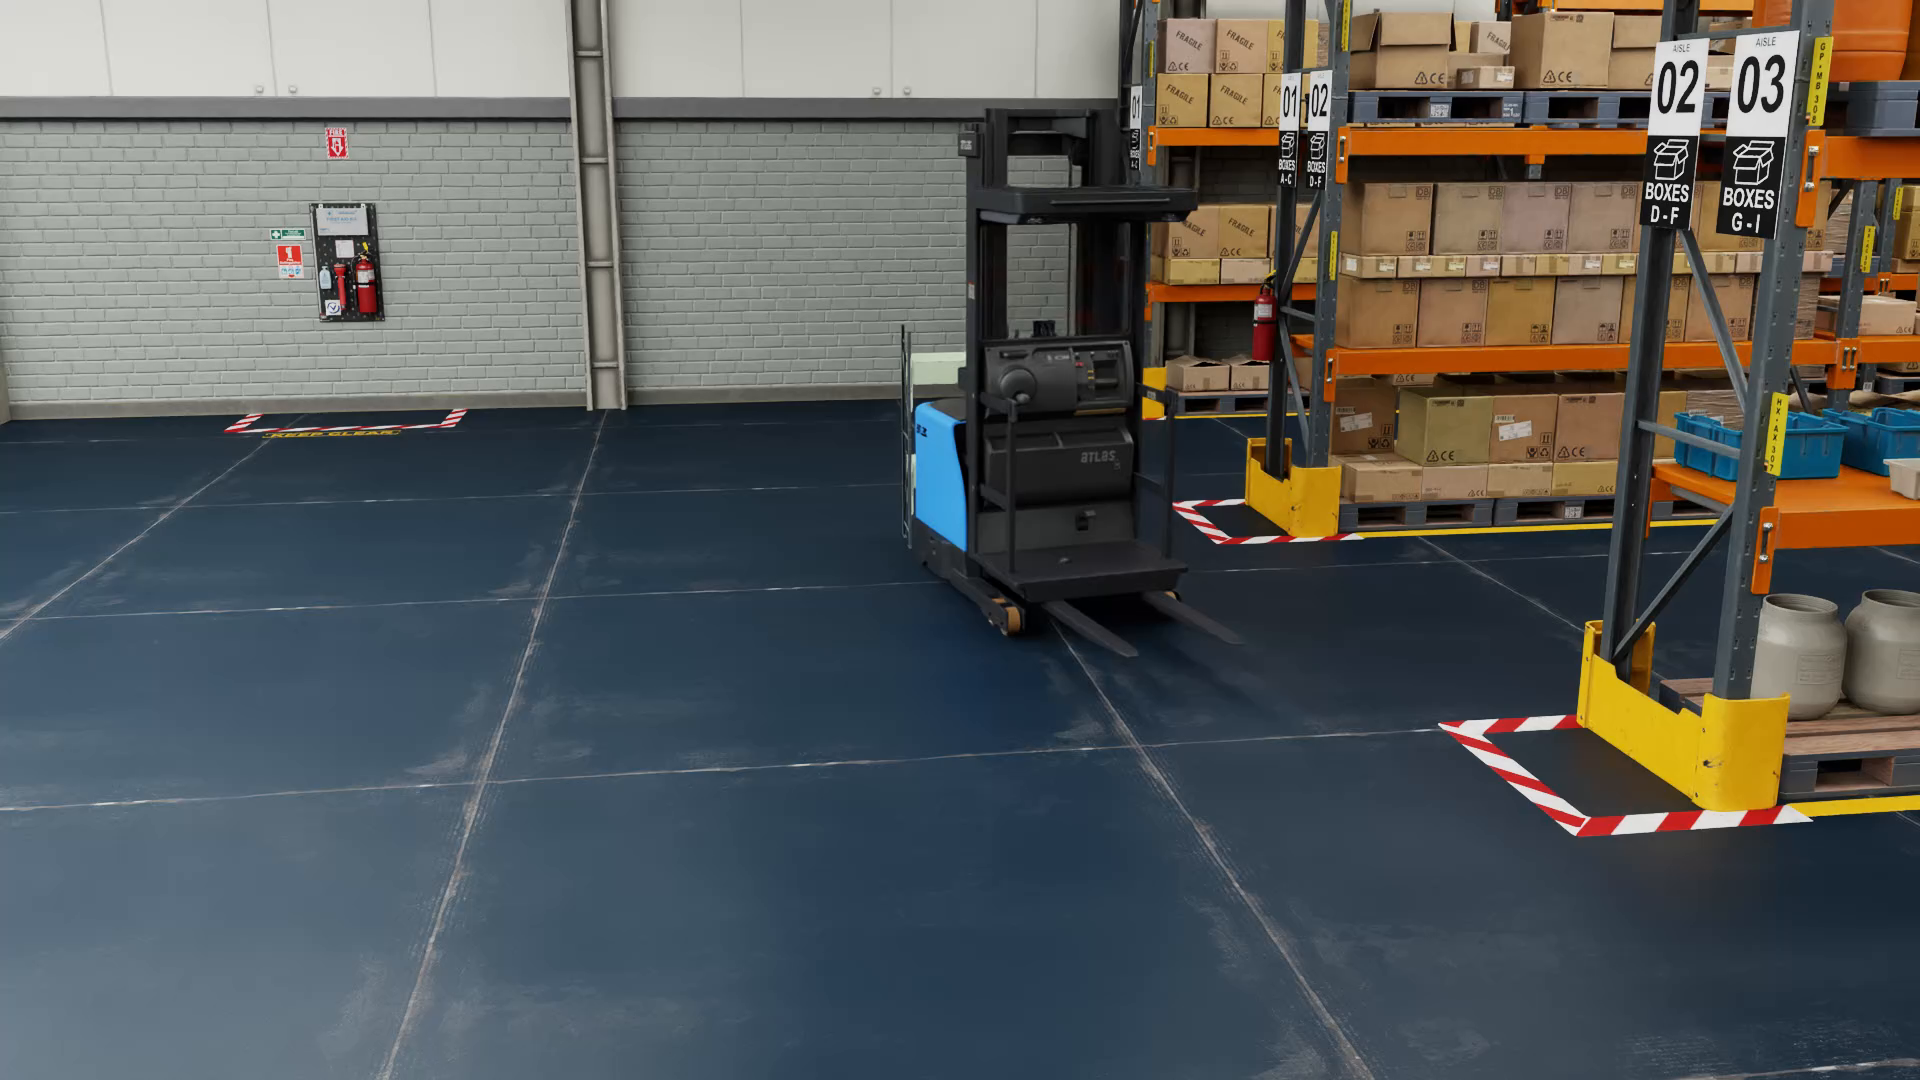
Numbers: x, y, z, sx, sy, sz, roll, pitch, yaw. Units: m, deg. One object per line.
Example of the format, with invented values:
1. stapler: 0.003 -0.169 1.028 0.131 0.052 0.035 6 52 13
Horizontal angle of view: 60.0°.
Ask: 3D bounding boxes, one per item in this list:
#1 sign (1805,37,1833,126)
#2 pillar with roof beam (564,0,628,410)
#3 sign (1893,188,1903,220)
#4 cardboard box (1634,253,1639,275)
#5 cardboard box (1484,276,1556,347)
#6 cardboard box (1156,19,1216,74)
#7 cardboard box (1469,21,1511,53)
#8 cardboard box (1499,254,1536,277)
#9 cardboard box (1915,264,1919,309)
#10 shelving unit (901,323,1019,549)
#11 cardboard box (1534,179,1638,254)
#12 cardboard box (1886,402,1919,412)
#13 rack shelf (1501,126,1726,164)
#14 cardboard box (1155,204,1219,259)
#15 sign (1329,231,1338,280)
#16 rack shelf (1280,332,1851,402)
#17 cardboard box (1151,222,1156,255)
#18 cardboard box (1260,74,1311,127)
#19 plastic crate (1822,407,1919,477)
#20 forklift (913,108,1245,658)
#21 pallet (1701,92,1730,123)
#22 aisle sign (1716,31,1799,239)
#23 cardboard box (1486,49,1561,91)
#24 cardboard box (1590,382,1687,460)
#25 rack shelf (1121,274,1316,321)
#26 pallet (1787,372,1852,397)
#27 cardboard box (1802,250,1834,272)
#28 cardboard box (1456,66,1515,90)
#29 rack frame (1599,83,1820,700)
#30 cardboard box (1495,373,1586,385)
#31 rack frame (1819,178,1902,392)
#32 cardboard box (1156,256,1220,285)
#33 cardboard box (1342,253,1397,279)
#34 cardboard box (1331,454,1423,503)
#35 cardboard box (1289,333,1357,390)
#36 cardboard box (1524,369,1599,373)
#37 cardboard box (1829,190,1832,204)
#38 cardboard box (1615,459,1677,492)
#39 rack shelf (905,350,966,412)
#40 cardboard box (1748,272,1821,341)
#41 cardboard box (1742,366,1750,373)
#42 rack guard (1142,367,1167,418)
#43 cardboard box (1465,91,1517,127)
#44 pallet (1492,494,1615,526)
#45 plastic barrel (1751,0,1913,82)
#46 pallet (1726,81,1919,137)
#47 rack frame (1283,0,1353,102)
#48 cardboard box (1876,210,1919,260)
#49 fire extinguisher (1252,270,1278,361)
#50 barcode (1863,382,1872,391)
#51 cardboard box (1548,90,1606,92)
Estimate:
1. sign: 3.284 -1.752 6.356 0.005 0.325 0.100 -2 14 -8
2. pillar with roof beam: -2.998 -4.698 11.957 0.400 9.000 9.100 -2 14 -8
3. sign: 9.731 -3.491 17.258 0.005 0.325 0.100 -2 14 -8
4. cardboard box: 4.934 -2.018 12.062 0.250 0.149 0.380 -2 14 -7
5. cardboard box: 3.946 -1.716 12.191 0.500 0.500 0.700 -2 14 -8
6. cardboard box: 2.147 -4.762 16.074 0.500 0.500 0.500 -3 14 -12
7. cardboard box: 5.231 -4.868 16.497 0.500 0.500 0.500 -3 14 -13
8. cardboard box: 3.913 -1.980 11.911 0.250 0.149 0.380 -3 14 -10
9. cardboard box: 7.710 -1.853 12.739 0.500 0.500 0.500 -1 14 -4
10. shelving unit: -0.007 -0.727 11.538 0.755 1.500 0.431 -2 14 -8
11. cardboard box: 4.501 -2.367 12.122 0.500 0.500 0.700 -2 14 -8
12. cardboard box: 7.369 -0.875 12.683 0.500 0.311 0.500 -2 14 -9
13. rack shelf: 7.663 -4.131 17.342 4.000 0.370 1.077 -2 14 -8
14. cardboard box: 2.247 -3.054 16.457 0.500 0.500 0.500 -2 14 -8
15. sign: 2.549 -1.941 11.353 0.005 0.325 0.100 -2 14 -8
16. rack shelf: 4.450 -1.340 12.378 4.000 0.370 1.077 -2 14 -8
17. cardboard box: 2.165 -3.177 16.949 0.500 0.500 0.500 -2 14 -9
18. cardboard box: 3.147 -4.304 16.303 0.500 0.500 0.500 -1 14 -6
19. plastic crate: 4.299 -0.465 7.716 0.408 0.251 0.499 -2 14 -8
20. forklift: 0.663 -0.987 9.632 1.130 2.935 3.031 -5 15 -19
21. pallet: 5.588 -3.136 12.077 1.213 0.211 1.003 -2 14 -8
22. aisle sign: 3.179 -1.613 6.642 0.004 0.787 0.394 -2 14 -8
23. cardboard box: 4.121 -3.425 12.079 0.500 0.311 0.500 0 14 -2
24. cardboard box: 5.011 -0.892 12.358 0.500 0.500 0.500 -2 14 -8
25. rack shelf: 3.708 -2.532 17.129 4.000 0.370 1.077 -2 14 -8
26. pallet: 8.868 -1.717 18.136 1.213 0.211 1.003 -2 14 -8
27. cardboard box: 6.190 -2.063 12.244 0.250 0.149 0.380 -2 14 -8
28. cardboard box: 3.661 -3.221 11.600 0.250 0.149 0.380 -2 14 -8
29. rack frame: 3.206 -0.425 7.250 0.127 3.000 1.000 -2 14 -8
30. cardboard box: 4.439 -0.999 12.786 0.500 0.500 0.500 -2 14 -8
31. rack frame: 9.641 -3.098 17.908 0.127 3.000 1.000 -2 14 -8
32. cardboard box: 2.260 -2.686 16.534 0.500 0.250 0.500 -3 14 -10
33. cardboard box: 2.892 -1.942 11.761 0.250 0.149 0.380 -2 14 -9
34. cardboard box: 3.035 -0.452 12.149 0.500 0.250 0.500 -2 14 -8
35. cardboard box: 3.724 -1.848 17.157 0.500 0.500 0.700 -3 14 -12
36. cardboard box: 6.411 -1.985 17.703 0.500 0.500 0.700 -2 14 -6
37. cardboard box: 8.988 -3.640 17.624 0.250 0.149 0.380 -5 15 -18
38. cardboard box: 5.013 -0.525 12.437 0.500 0.250 0.500 -2 14 -8
39. rack shelf: -0.007 -1.106 11.443 0.720 0.370 0.431 -2 14 -8
40. cardboard box: 5.989 -1.792 12.497 0.500 0.500 0.700 -2 14 -10
41. cardboard box: 8.410 -2.070 18.042 0.500 0.500 0.700 -2 14 -8
42. rack guard: 1.805 -1.598 17.067 0.348 0.500 1.175 -2 14 -8
43. cardboard box: 5.220 -4.388 16.640 0.500 0.500 0.500 -2 14 -7
44. pallet: 4.426 -0.345 12.664 1.213 0.211 1.003 -2 14 -8
45. plastic barrel: 3.668 -2.340 6.974 0.708 0.830 0.600 -2 14 -8
46. pallet: 4.039 -1.795 6.934 1.213 0.211 1.003 -2 14 -8
47. rack frame: 2.472 -4.526 11.272 0.127 3.000 1.000 -2 14 -8
48. cardboard box: 10.159 -3.256 17.682 0.500 0.500 0.500 -2 14 -7
49. fire extinguisher: 2.286 -1.687 12.439 0.183 0.674 0.296 -2 14 -8
50. barcode: 6.742 -1.137 12.351 0.075 0.075 0.001 -2 14 -8
51. cardboard box: 6.238 -4.661 16.904 0.500 0.500 0.500 0 14 0
